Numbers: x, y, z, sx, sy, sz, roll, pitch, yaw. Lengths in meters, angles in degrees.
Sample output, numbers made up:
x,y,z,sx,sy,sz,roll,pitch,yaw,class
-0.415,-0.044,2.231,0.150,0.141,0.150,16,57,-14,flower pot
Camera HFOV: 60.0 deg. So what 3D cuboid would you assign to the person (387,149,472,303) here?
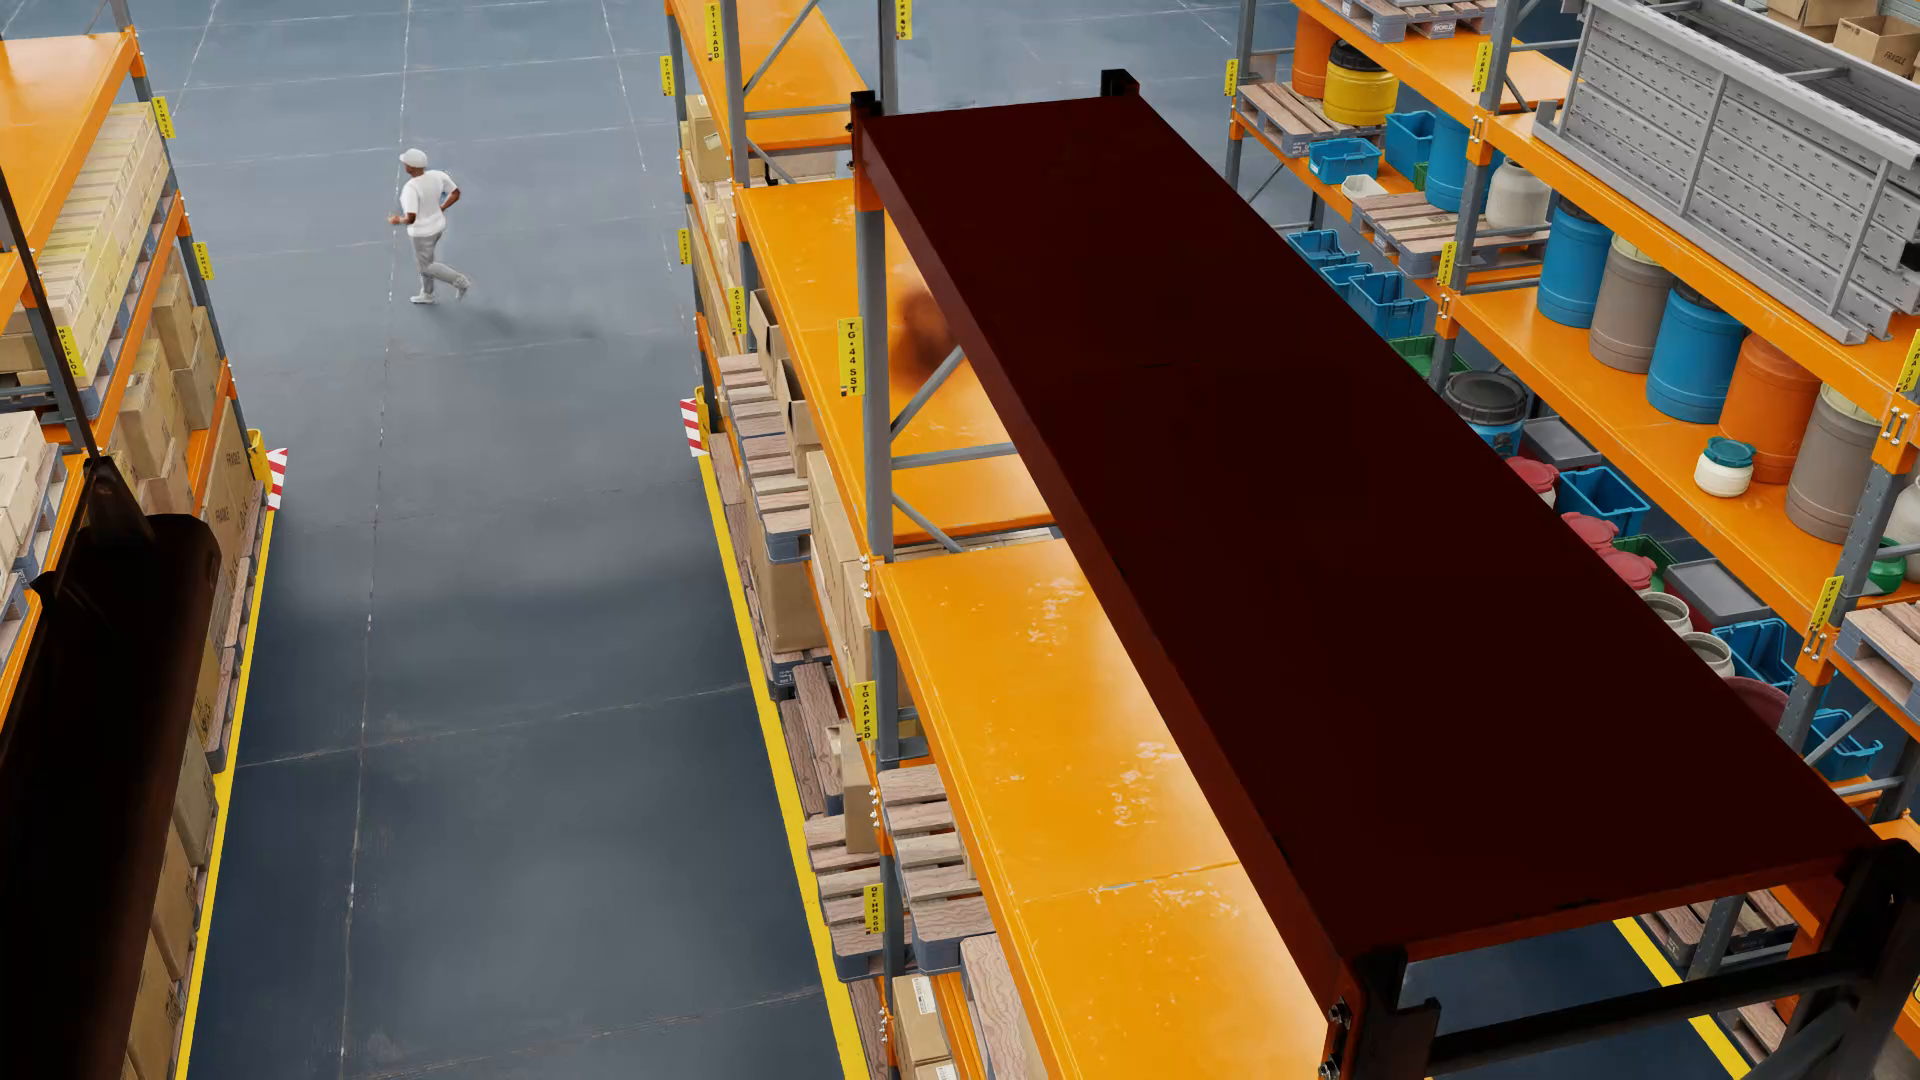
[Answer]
x,y,z,sx,sy,sz,roll,pitch,yaw,class
-5.493,-3.215,17.259,0.872,1.761,0.700,12,36,16,person
